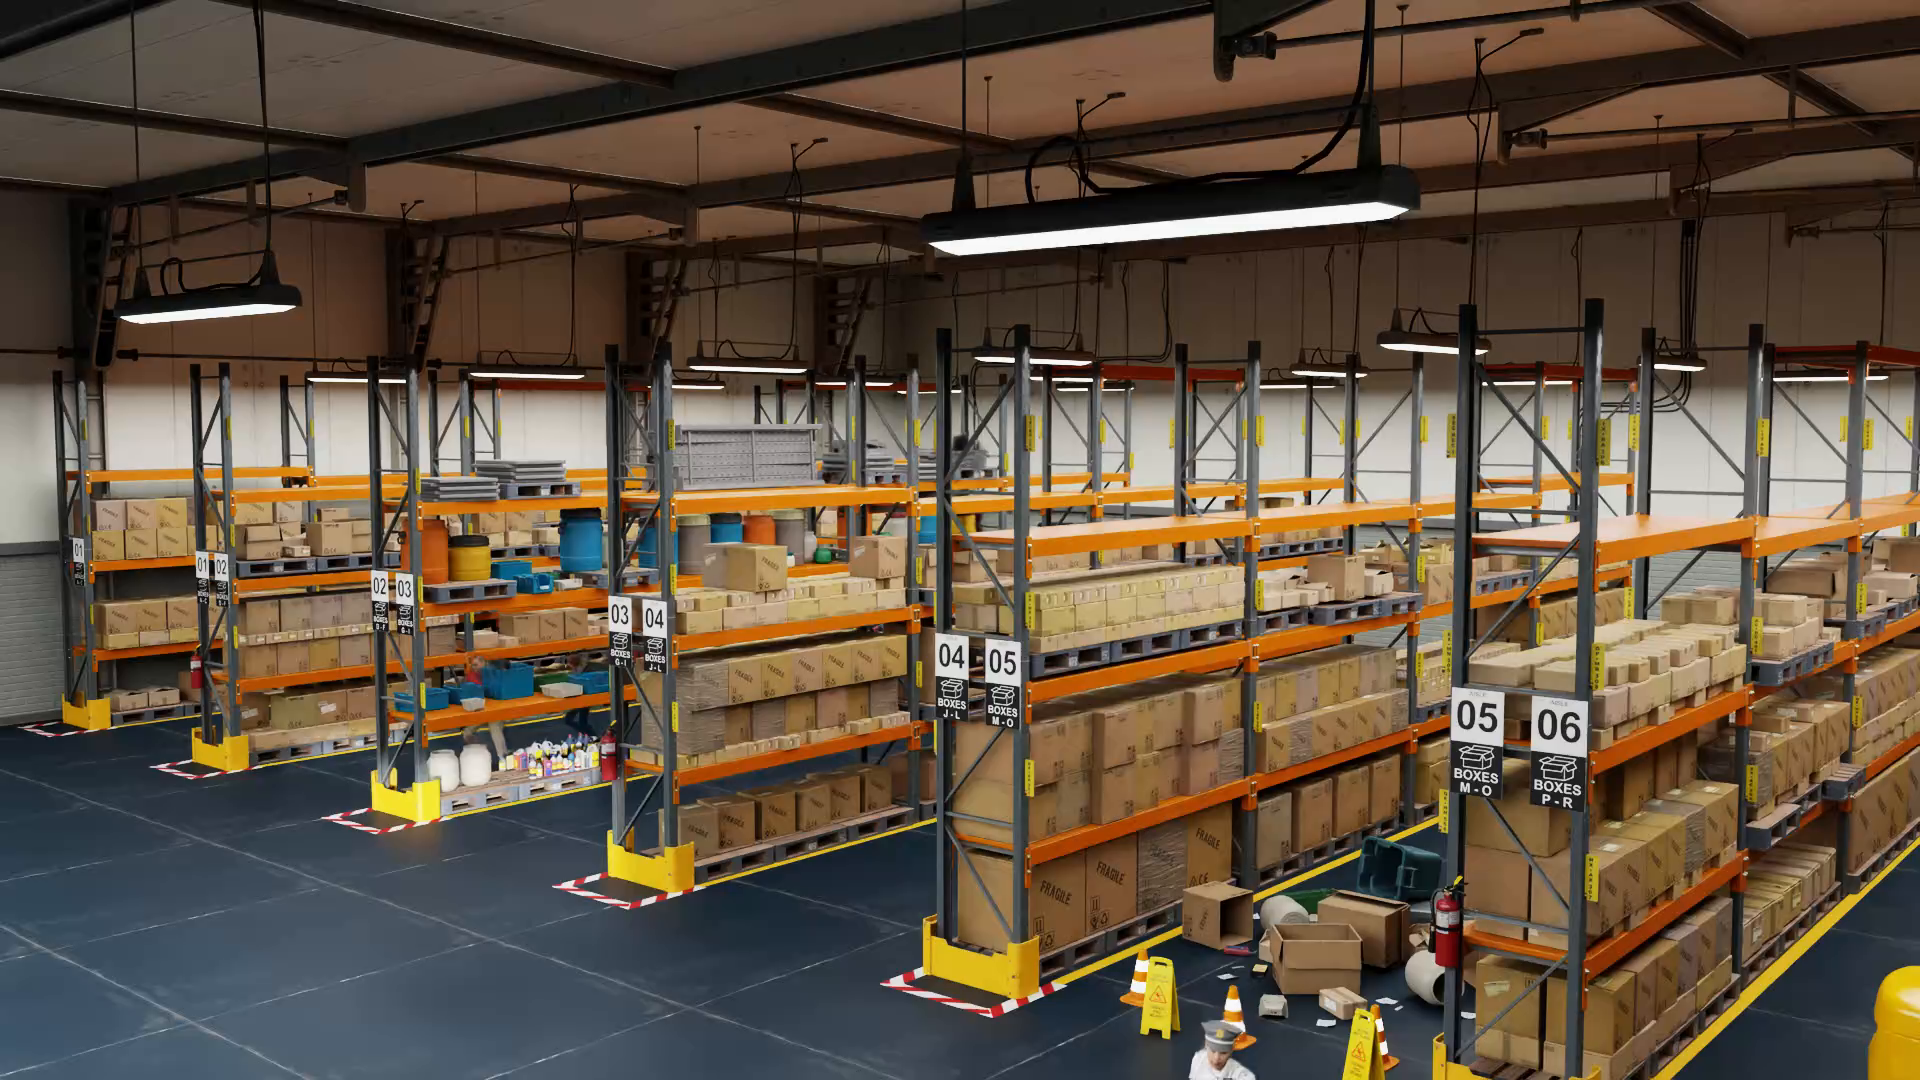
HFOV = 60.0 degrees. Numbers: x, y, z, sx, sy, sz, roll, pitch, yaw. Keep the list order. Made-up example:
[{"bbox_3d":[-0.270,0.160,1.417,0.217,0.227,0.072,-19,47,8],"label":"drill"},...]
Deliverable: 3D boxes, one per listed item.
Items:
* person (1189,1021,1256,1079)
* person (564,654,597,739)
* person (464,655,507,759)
[{"bbox_3d":[1.568,3.633,9.996,0.595,1.611,0.668,2,5,28],"label":"person"},{"bbox_3d":[-5.916,2.521,25.747,0.730,1.543,0.520,-2,5,-27],"label":"person"},{"bbox_3d":[-7.061,2.545,24.707,0.610,1.698,0.577,0,4,2],"label":"person"}]
